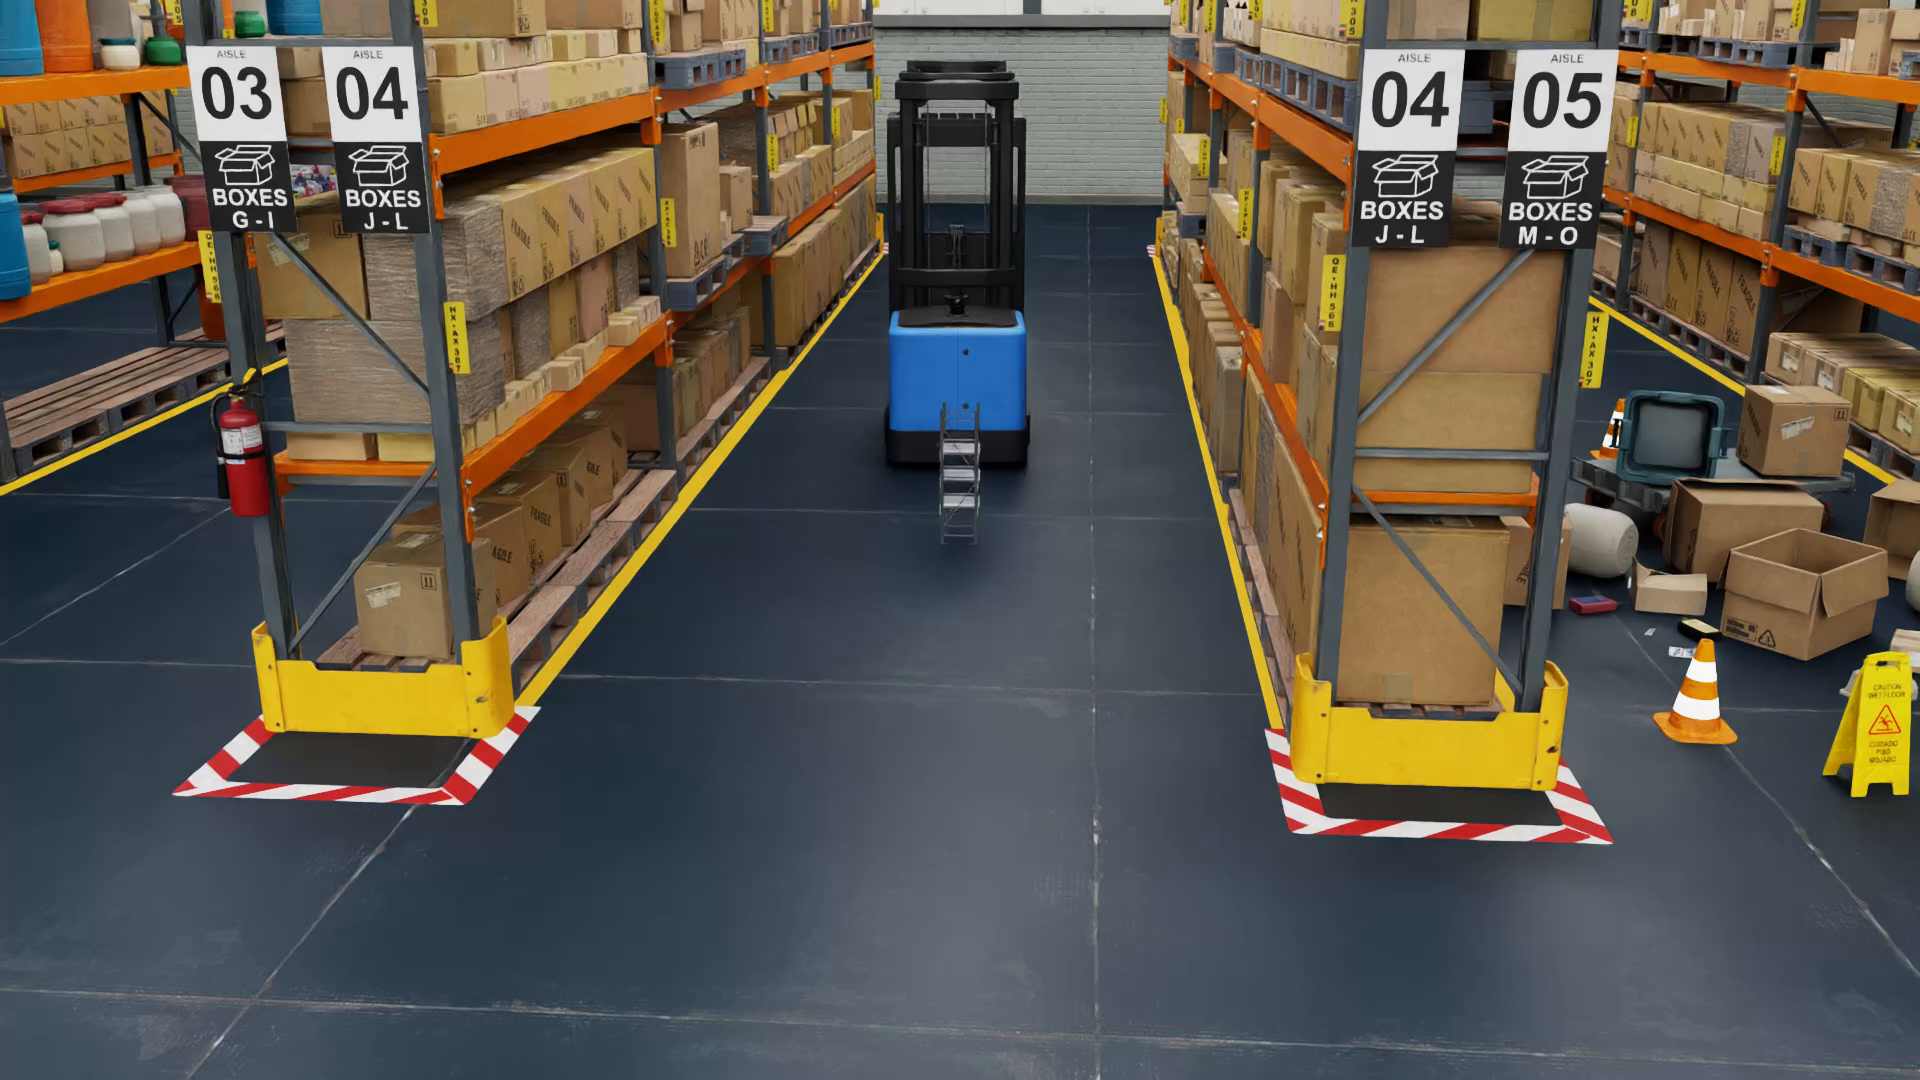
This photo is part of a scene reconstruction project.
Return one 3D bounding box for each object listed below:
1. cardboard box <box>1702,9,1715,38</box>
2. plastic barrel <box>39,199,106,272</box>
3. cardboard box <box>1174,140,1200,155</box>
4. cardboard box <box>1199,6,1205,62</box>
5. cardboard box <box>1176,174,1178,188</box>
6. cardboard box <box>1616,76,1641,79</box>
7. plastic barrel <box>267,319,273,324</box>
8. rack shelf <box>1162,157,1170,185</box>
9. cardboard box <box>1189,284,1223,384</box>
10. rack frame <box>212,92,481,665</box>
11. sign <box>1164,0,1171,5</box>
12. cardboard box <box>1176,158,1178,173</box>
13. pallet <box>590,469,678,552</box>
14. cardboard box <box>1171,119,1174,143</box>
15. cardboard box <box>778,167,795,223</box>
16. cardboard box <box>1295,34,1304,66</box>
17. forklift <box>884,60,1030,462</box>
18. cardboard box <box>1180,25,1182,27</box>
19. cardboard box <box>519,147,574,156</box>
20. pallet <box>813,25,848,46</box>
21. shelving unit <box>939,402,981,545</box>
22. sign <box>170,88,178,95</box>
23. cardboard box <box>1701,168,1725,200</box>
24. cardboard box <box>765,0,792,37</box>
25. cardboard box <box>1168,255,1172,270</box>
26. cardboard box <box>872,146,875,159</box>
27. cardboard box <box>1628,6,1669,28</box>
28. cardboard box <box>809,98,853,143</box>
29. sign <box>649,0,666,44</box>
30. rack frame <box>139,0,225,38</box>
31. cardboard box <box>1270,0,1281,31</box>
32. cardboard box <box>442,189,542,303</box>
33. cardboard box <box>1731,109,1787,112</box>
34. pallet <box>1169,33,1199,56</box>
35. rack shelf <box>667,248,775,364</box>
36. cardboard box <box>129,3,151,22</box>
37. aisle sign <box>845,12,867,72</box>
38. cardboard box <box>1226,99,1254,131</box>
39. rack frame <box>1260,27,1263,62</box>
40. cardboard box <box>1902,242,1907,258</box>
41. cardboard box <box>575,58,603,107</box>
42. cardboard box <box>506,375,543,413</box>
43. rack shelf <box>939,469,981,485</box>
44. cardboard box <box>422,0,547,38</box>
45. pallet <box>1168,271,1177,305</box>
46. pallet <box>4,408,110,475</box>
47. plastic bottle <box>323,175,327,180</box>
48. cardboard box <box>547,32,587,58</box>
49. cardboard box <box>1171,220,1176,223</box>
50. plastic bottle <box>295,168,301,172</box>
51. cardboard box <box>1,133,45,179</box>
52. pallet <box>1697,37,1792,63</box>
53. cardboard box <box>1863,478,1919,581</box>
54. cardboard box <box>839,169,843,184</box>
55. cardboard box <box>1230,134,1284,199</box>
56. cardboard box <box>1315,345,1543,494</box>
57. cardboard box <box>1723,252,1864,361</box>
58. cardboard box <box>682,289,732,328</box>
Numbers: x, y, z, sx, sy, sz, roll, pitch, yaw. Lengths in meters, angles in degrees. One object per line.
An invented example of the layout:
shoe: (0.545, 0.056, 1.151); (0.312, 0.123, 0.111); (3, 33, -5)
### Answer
cardboard box: (7.452, -5.019, 16.148); (0.396, 0.266, 0.258); (3, 18, 8)
plastic barrel: (-7.126, -2.450, 13.363); (0.433, 0.535, 0.433); (0, 18, 0)
cardboard box: (2.445, -4.104, 17.404); (0.380, 0.149, 0.250); (1, 18, 3)
cardboard box: (2.551, -4.821, 15.842); (0.500, 0.500, 0.500); (1, 18, 4)
cardboard box: (2.412, -3.659, 17.002); (0.380, 0.149, 0.250); (1, 18, 3)
cardboard box: (8.315, -5.657, 20.561); (0.380, 0.149, 0.250); (1, 18, 3)
plastic barrel: (-7.210, -2.454, 16.917); (0.421, 0.512, 0.421); (0, 18, 0)
rack shelf: (3.131, -4.376, 20.616); (1.077, 0.370, 4.000); (1, 18, 4)
cardboard box: (2.567, -1.798, 14.531); (1.050, 0.750, 0.750); (1, 18, 3)
rack frame: (-2.813, -0.512, 7.668); (1.000, 3.000, 0.127); (1, 18, 4)
sign: (2.733, -7.192, 21.834); (0.100, 0.325, 0.005); (1, 18, 4)
cardboard box: (2.430, -3.881, 17.201); (0.380, 0.149, 0.250); (2, 18, 6)
pallet: (-2.539, -0.220, 11.255); (1.003, 0.211, 1.213); (1, 18, 4)
cardboard box: (2.875, -4.918, 20.475); (0.500, 0.500, 0.500); (1, 18, 2)
cardboard box: (-1.899, -3.349, 16.167); (0.500, 0.500, 0.500); (1, 18, 2)
cardboard box: (1.923, -2.508, 8.510); (0.380, 0.149, 0.250); (2, 18, 5)
forklift: (-0.030, -2.383, 13.488); (1.130, 2.935, 3.031); (0, 18, -1)
cardboard box: (2.848, -6.161, 19.529); (0.500, 0.250, 0.500); (2, 18, 6)
cardboard box: (-2.812, -2.284, 10.833); (0.500, 0.500, 0.500); (1, 18, 4)
pallet: (-1.884, -5.876, 19.364); (1.003, 0.211, 1.213); (1, 18, 4)
shelving unit: (0.001, -0.430, 10.791); (0.258, 0.900, 0.210); (1, 18, 4)
sign: (-10.994, -6.385, 23.226); (0.100, 0.325, 0.005); (1, 18, 4)
cardboard box: (7.476, -3.417, 15.971); (0.500, 0.250, 0.500); (1, 18, 2)
cardboard box: (-2.114, -5.306, 16.640); (0.797, 0.503, 0.637); (1, 18, 3)
cardboard box: (2.750, -3.393, 20.363); (0.380, 0.149, 0.250); (1, 18, 4)
cardboard box: (-1.363, -5.244, 22.513); (0.380, 0.149, 0.250); (2, 18, 5)
cardboard box: (7.658, -5.832, 18.467); (0.396, 0.266, 0.258); (2, 18, 6)
cardboard box: (-1.588, -5.123, 20.299); (0.500, 0.500, 0.500); (1, 18, 2)
sign: (-1.984, -3.416, 10.882); (0.100, 0.325, 0.005); (1, 18, 4)
rack frame: (-7.180, -5.958, 14.654); (1.000, 3.000, 0.127); (1, 18, 4)
cardboard box: (2.065, -3.052, 9.532); (0.500, 0.250, 0.500); (1, 18, 3)
cardboard box: (-2.459, -1.496, 8.427); (0.500, 0.500, 0.500); (1, 18, 4)
cardboard box: (8.065, -4.078, 16.785); (0.500, 0.500, 0.500); (2, 18, 6)
pallet: (2.837, -5.244, 17.593); (1.213, 0.211, 1.003); (1, 18, 4)
rack shelf: (-2.383, -2.034, 13.467); (1.077, 0.370, 4.000); (1, 18, 4)
cardboard box: (-11.329, -7.130, 22.486); (0.500, 0.250, 0.500); (1, 18, 4)
aisle sign: (-1.362, -6.732, 22.477); (0.394, 0.787, 0.004); (1, 18, 4)
cardboard box: (3.263, -4.896, 18.802); (0.500, 0.500, 0.500); (2, 18, 5)
rack frame: (2.414, -4.463, 10.092); (1.000, 3.000, 0.127); (1, 18, 4)
cardboard box: (7.329, -2.175, 12.474); (0.380, 0.149, 0.250); (1, 18, 2)
cardboard box: (-2.378, -2.641, 9.588); (0.500, 0.250, 0.500); (1, 18, 4)
cardboard box: (-2.463, -0.786, 8.908); (0.380, 0.149, 0.250); (1, 18, 4)
rack shelf: (0.001, -0.398, 10.801); (0.258, 0.077, 0.200); (1, 18, 4)
cardboard box: (-2.437, -2.819, 8.450); (0.500, 0.500, 0.500); (1, 18, 4)
pallet: (3.000, -2.981, 19.682); (1.003, 0.211, 1.213); (1, 18, 4)
pallet: (-7.449, -0.785, 12.978); (1.003, 0.211, 1.213); (1, 18, 4)
plastic bottle: (-6.813, -3.772, 17.823); (0.097, 0.271, 0.097); (0, 18, 0)
cardboard box: (-2.389, -2.865, 9.632); (0.380, 0.149, 0.250); (2, 18, 6)
cardboard box: (2.887, -3.983, 21.210); (0.380, 0.149, 0.250); (2, 18, 6)
plastic bottle: (-7.368, -4.004, 18.532); (0.097, 0.271, 0.097); (0, 18, 0)
cardboard box: (-11.525, -4.661, 20.170); (0.500, 0.500, 0.500); (2, 18, 5)
pallet: (7.716, -4.660, 15.812); (1.003, 0.211, 1.213); (2, 18, 6)
cardboard box: (5.924, -0.044, 10.250); (0.500, 0.500, 0.500); (17, 25, 41)
cardboard box: (-1.581, -4.286, 19.588); (0.380, 0.149, 0.250); (1, 18, 2)
cardboard box: (2.624, -3.081, 13.742); (0.700, 0.500, 0.500); (1, 18, 3)
cardboard box: (2.108, -0.557, 7.566); (0.875, 0.550, 0.550); (1, 18, 4)
cardboard box: (7.777, -2.178, 15.490); (0.875, 0.875, 0.875); (1, 18, 3)
cardboard box: (-2.285, -2.000, 14.314); (0.500, 0.250, 0.500); (3, 18, 10)
